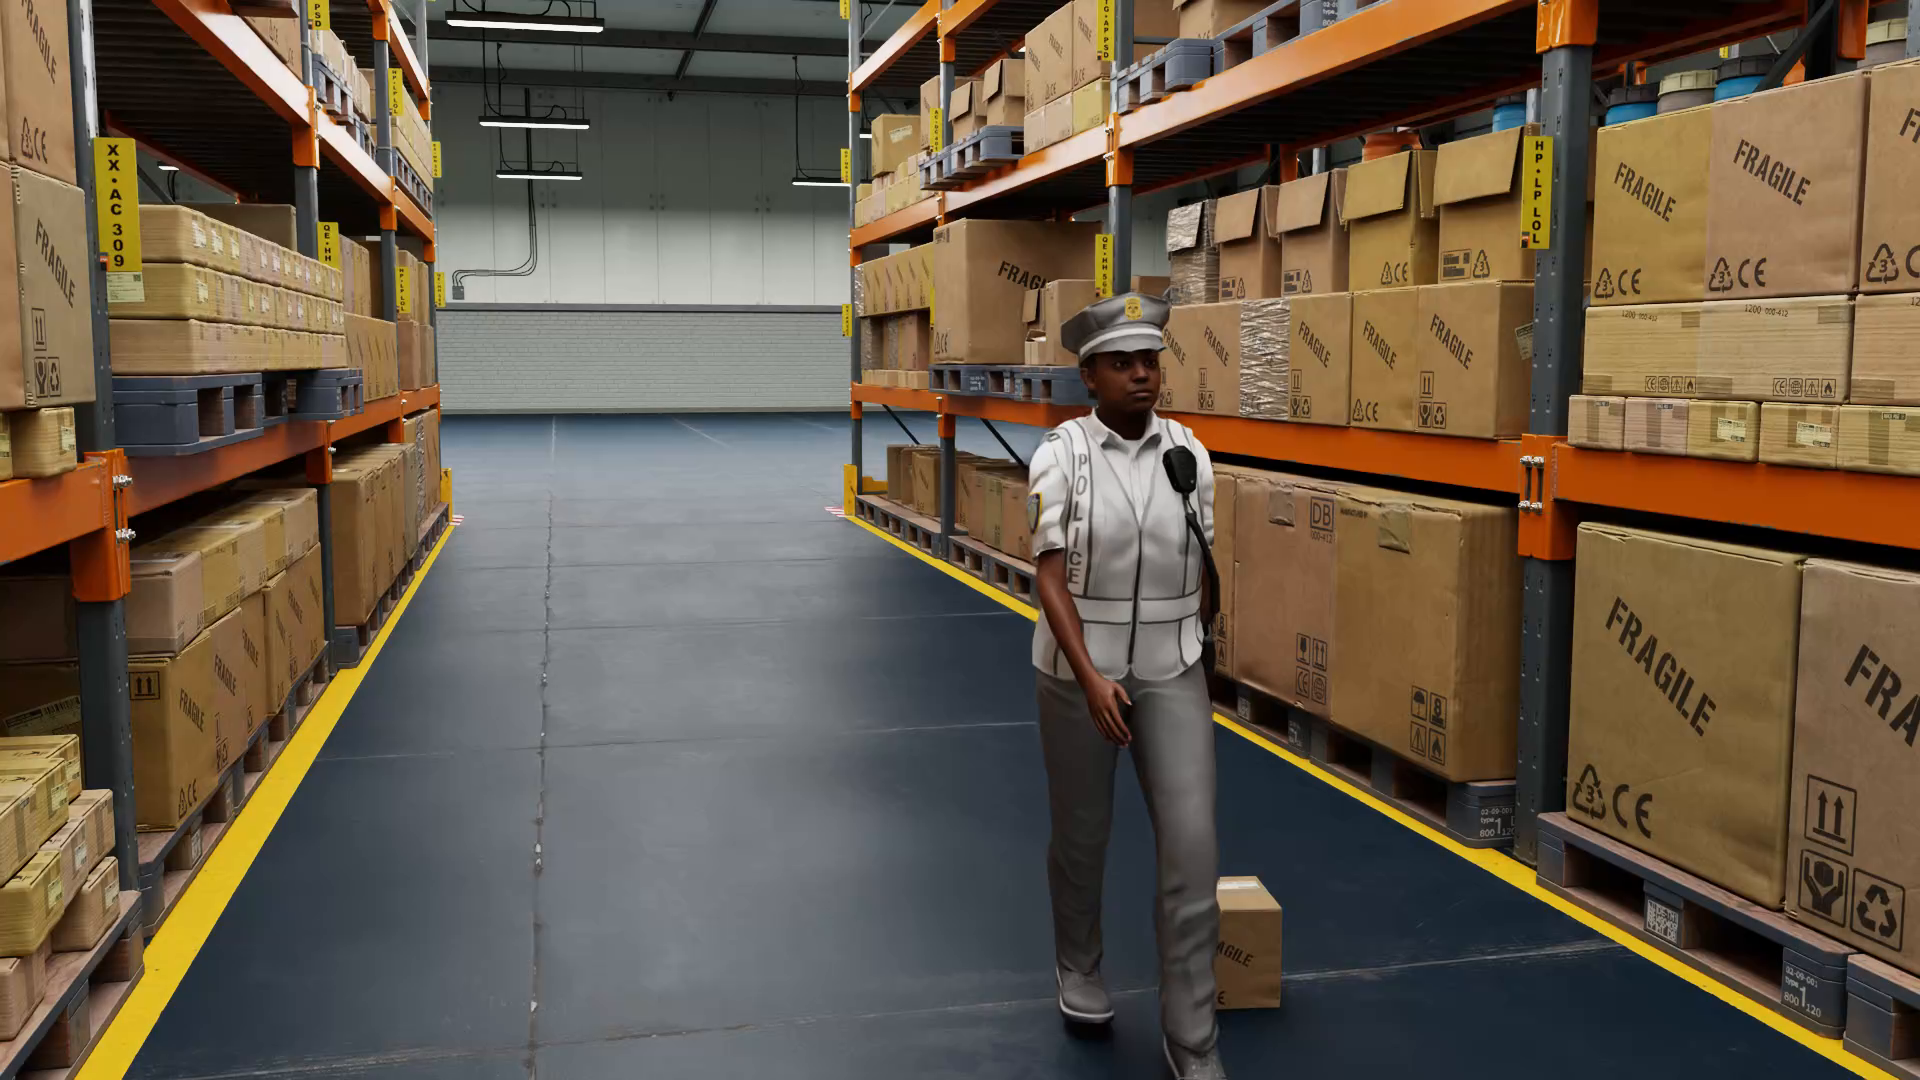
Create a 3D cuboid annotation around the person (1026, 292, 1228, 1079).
[{"bbox_3d":[0.368,0.335,3.636,0.447,1.735,0.745,-1,6,-5],"label":"person"}]
